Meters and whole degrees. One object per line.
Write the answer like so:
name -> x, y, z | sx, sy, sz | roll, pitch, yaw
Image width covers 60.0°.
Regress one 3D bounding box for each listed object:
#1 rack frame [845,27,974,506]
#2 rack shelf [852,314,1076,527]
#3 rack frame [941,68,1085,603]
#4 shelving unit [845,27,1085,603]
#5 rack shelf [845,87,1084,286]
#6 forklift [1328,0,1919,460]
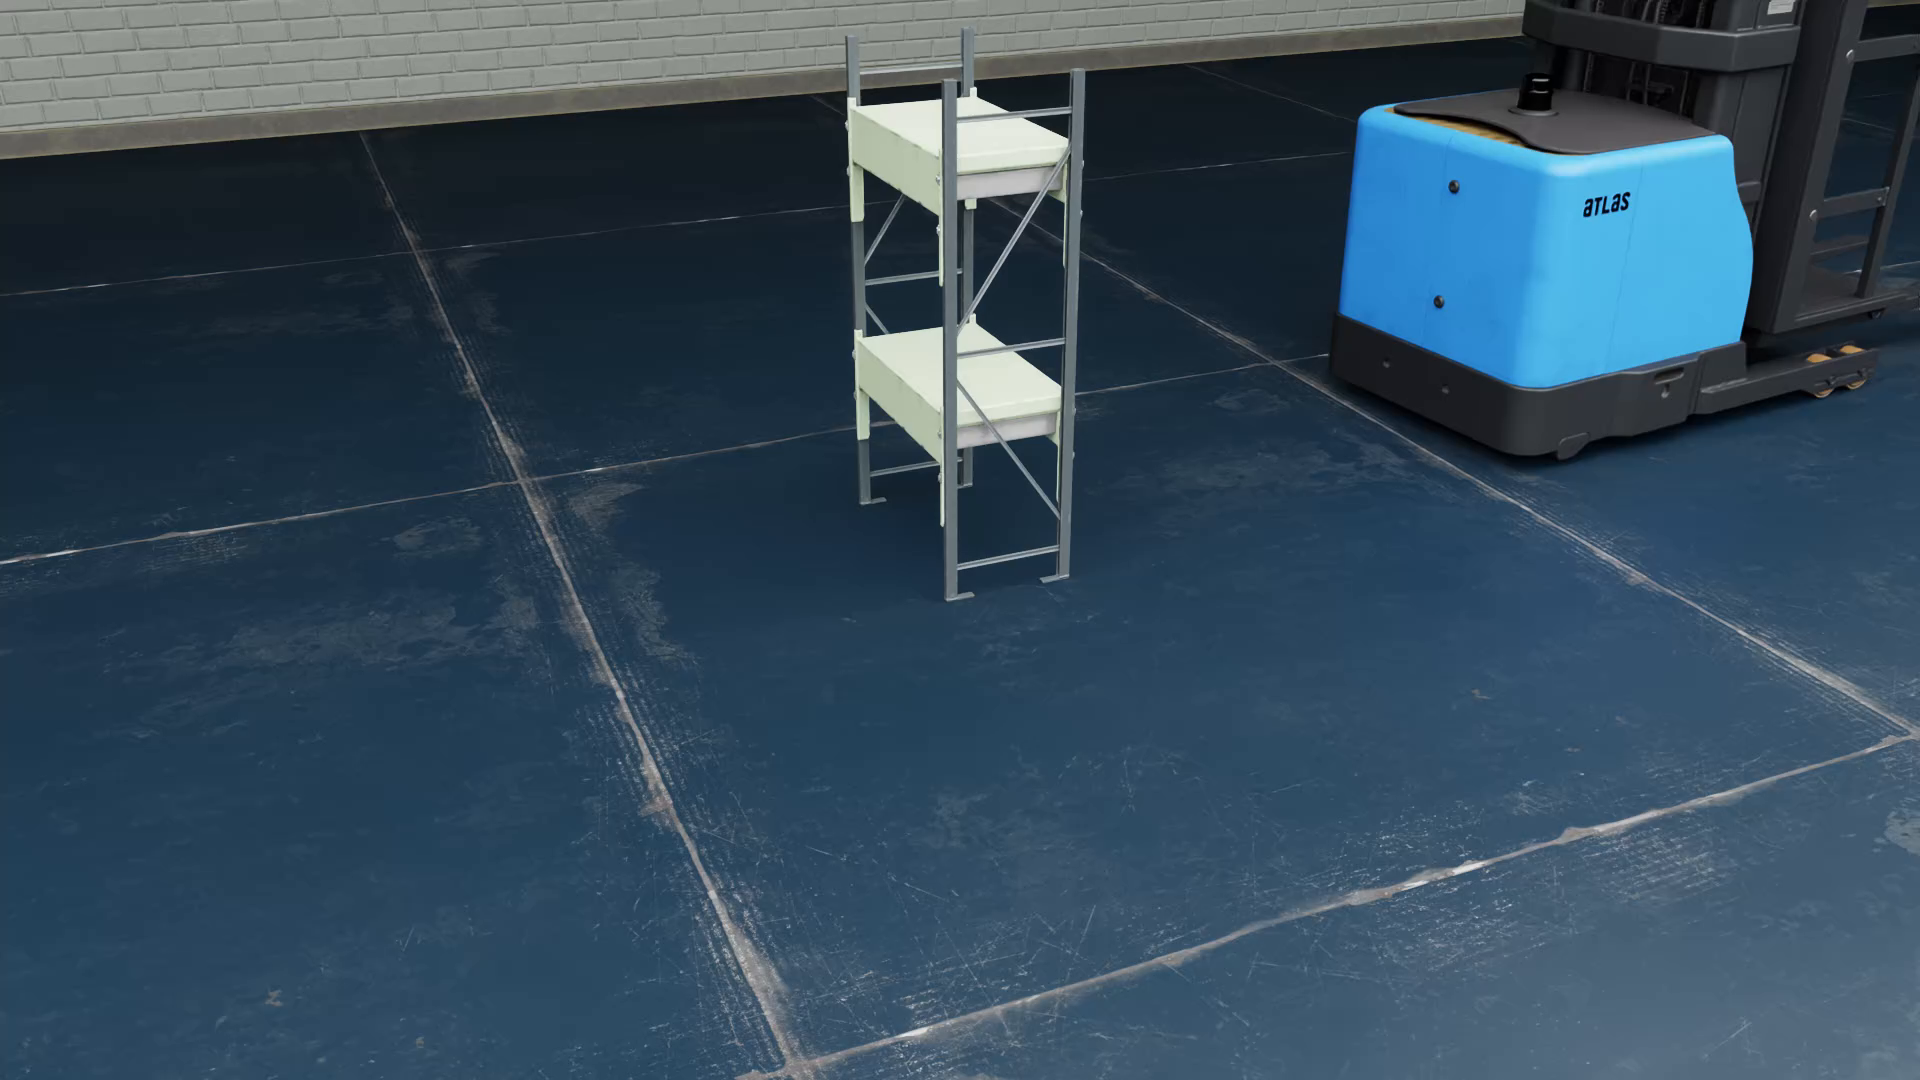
rack frame -> -0.146, -0.824, 5.229 | 0.400, 1.500, 0.023 | -11, 28, -21
rack shelf -> -0.003, -0.384, 5.070 | 0.431, 0.370, 0.720 | -11, 28, -21
rack frame -> 0.141, -0.529, 4.624 | 0.400, 1.500, 0.023 | -11, 28, -21
shelving unit -> -0.003, -0.677, 4.926 | 0.431, 1.500, 0.755 | -11, 28, -21
rack shelf -> -0.003, -1.027, 4.755 | 0.431, 0.370, 0.720 | -11, 28, -21
forklift -> 2.962, -2.047, 6.102 | 3.031, 2.935, 1.130 | -14, 29, -26
